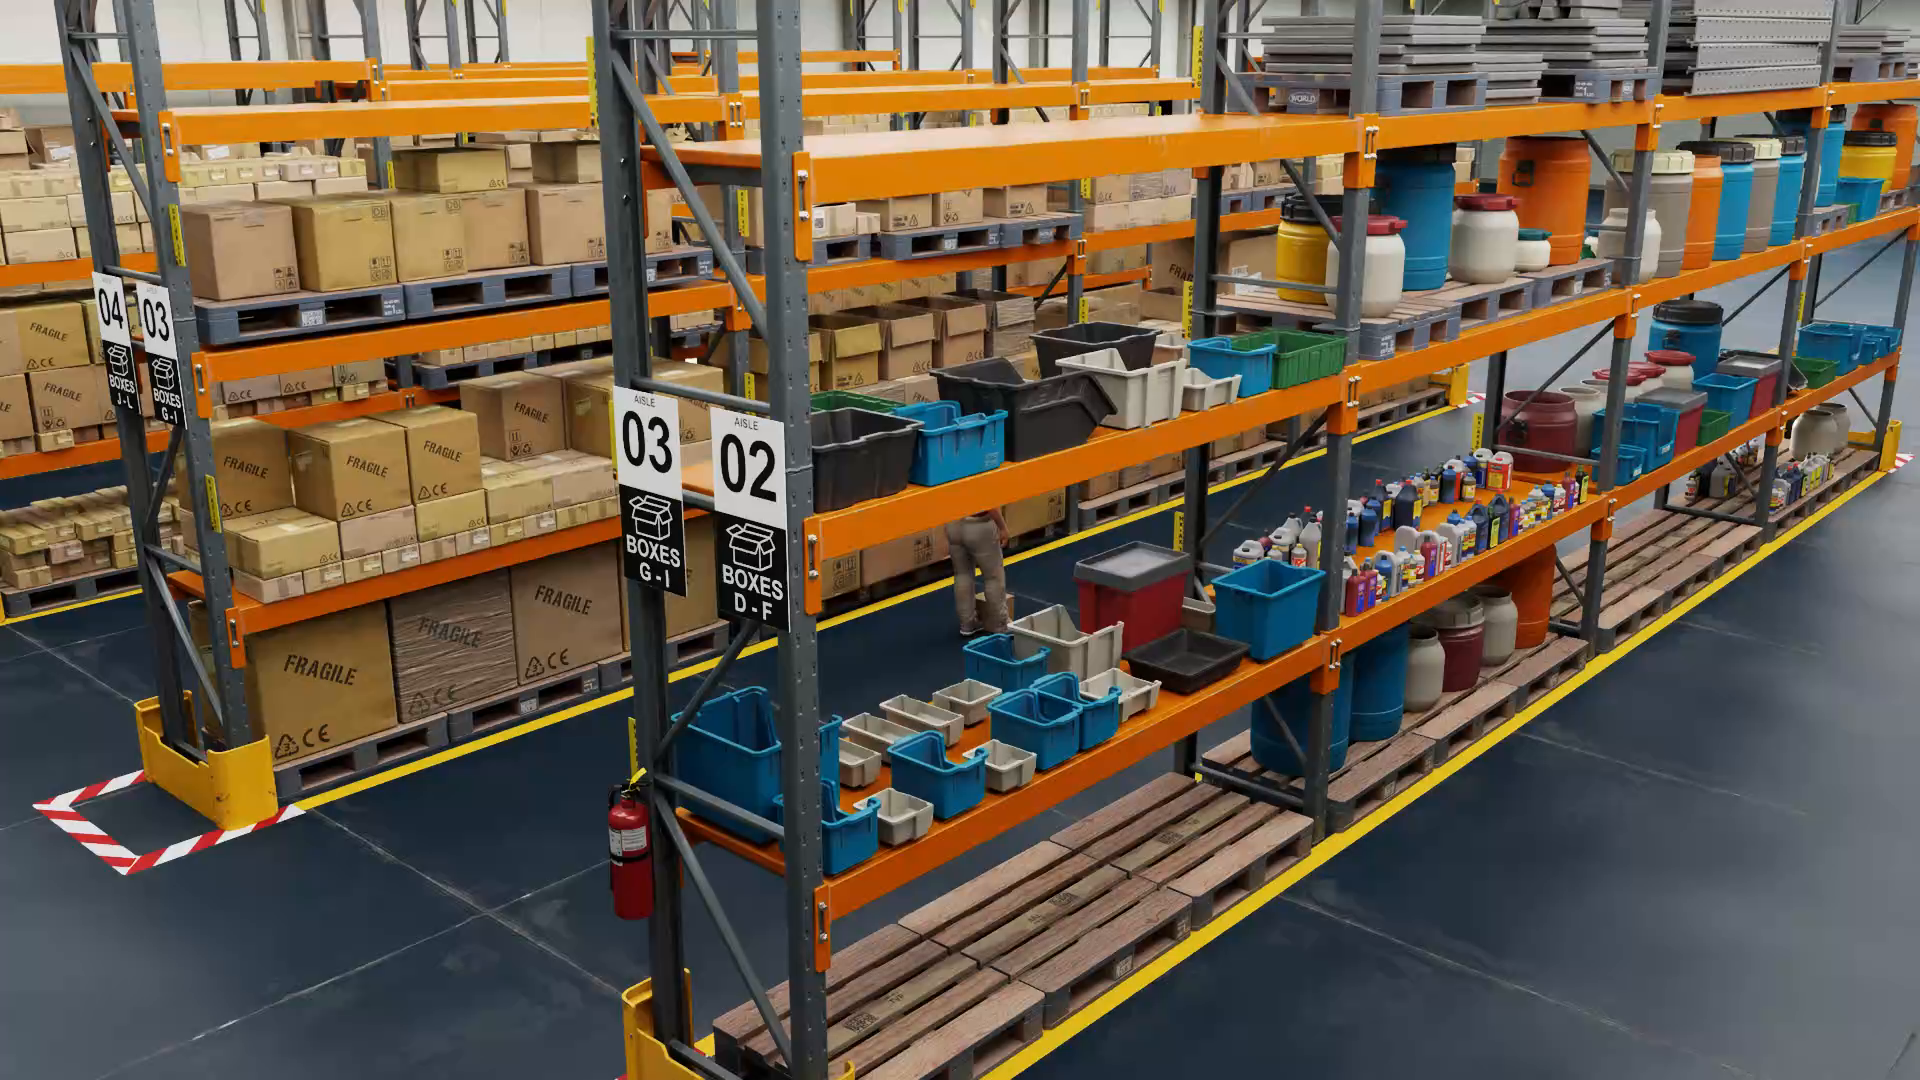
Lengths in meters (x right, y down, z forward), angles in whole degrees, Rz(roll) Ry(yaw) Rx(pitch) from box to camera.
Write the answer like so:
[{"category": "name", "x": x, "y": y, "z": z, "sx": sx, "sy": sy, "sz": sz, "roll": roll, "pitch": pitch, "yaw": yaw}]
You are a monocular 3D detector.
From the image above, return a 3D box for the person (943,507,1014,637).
[{"category": "person", "x": 0.150, "y": -0.098, "z": 12.864, "sx": 0.641, "sy": 1.727, "sz": 0.551, "roll": 14, "pitch": 21, "yaw": 38}]
